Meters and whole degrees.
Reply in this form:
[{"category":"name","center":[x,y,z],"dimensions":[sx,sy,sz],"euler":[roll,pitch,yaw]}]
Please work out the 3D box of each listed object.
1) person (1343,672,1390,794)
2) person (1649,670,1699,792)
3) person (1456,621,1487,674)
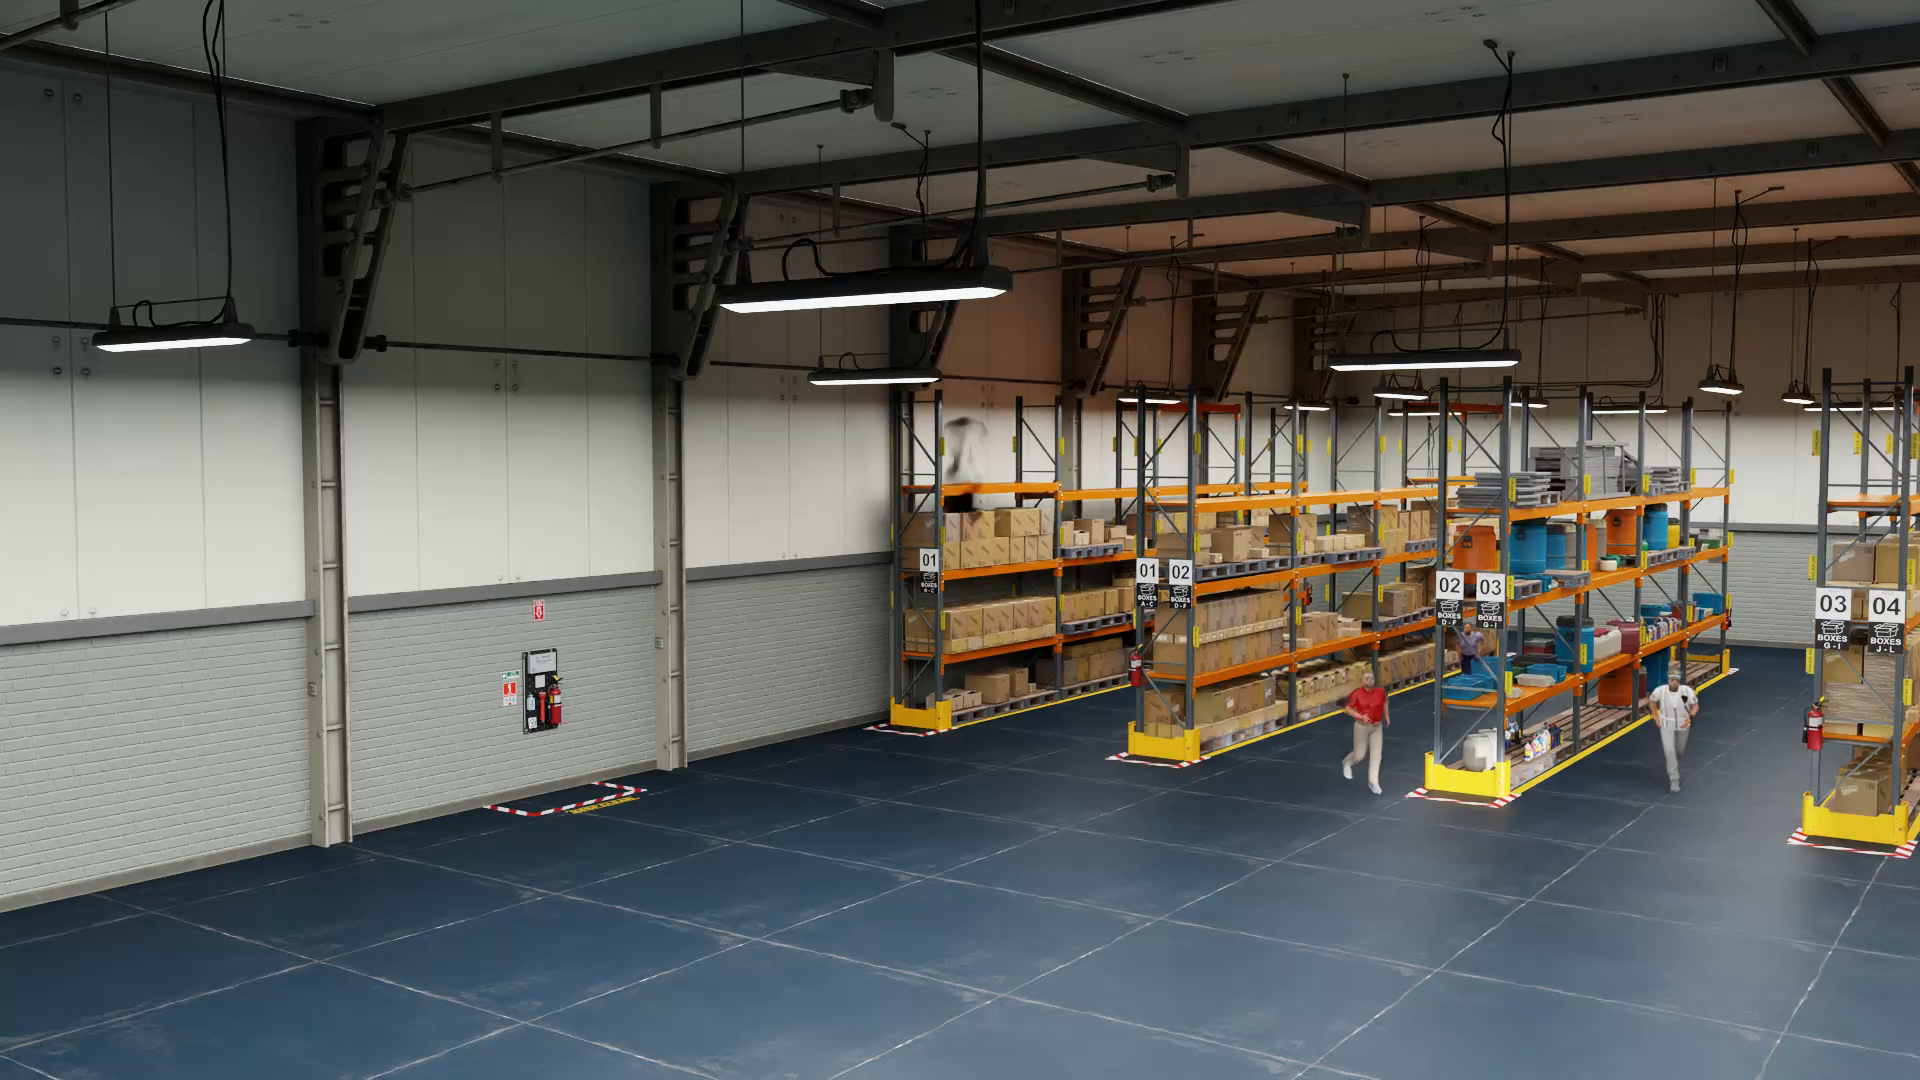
[{"category":"person","center":[5.964,2.784,24.363],"dimensions":[0.673,1.738,0.932],"euler":[0,3,-6]},{"category":"person","center":[10.536,2.768,24.564],"dimensions":[0.664,1.777,1.080],"euler":[1,3,15]},{"category":"person","center":[10.138,2.388,32.969],"dimensions":[0.606,1.601,0.818],"euler":[2,4,26]}]
